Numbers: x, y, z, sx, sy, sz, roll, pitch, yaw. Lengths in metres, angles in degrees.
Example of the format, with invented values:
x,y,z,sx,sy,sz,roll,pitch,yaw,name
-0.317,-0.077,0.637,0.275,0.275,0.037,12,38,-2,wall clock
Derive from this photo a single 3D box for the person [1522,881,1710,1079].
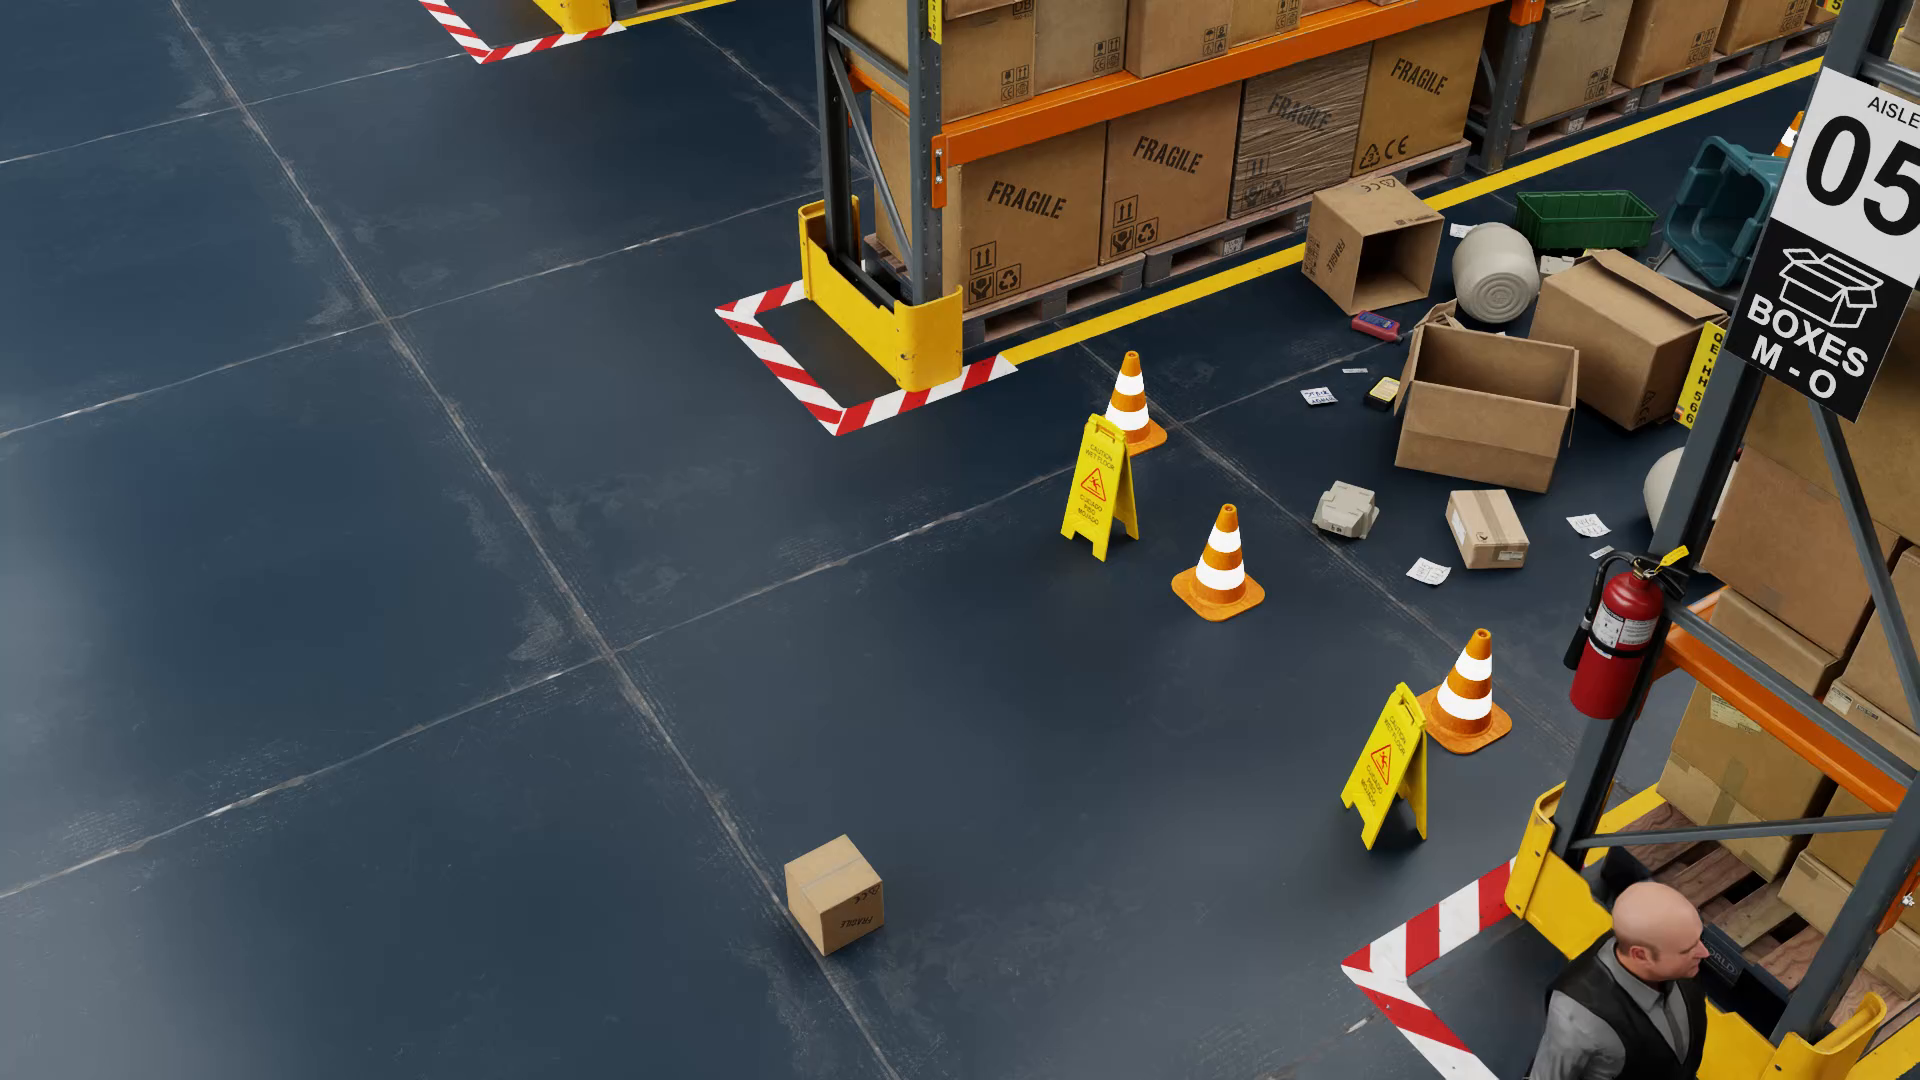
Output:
x,y,z,sx,sy,sz,roll,pitch,yaw,name
1.705,1.533,4.352,0.560,1.731,0.474,-31,49,-31,person
